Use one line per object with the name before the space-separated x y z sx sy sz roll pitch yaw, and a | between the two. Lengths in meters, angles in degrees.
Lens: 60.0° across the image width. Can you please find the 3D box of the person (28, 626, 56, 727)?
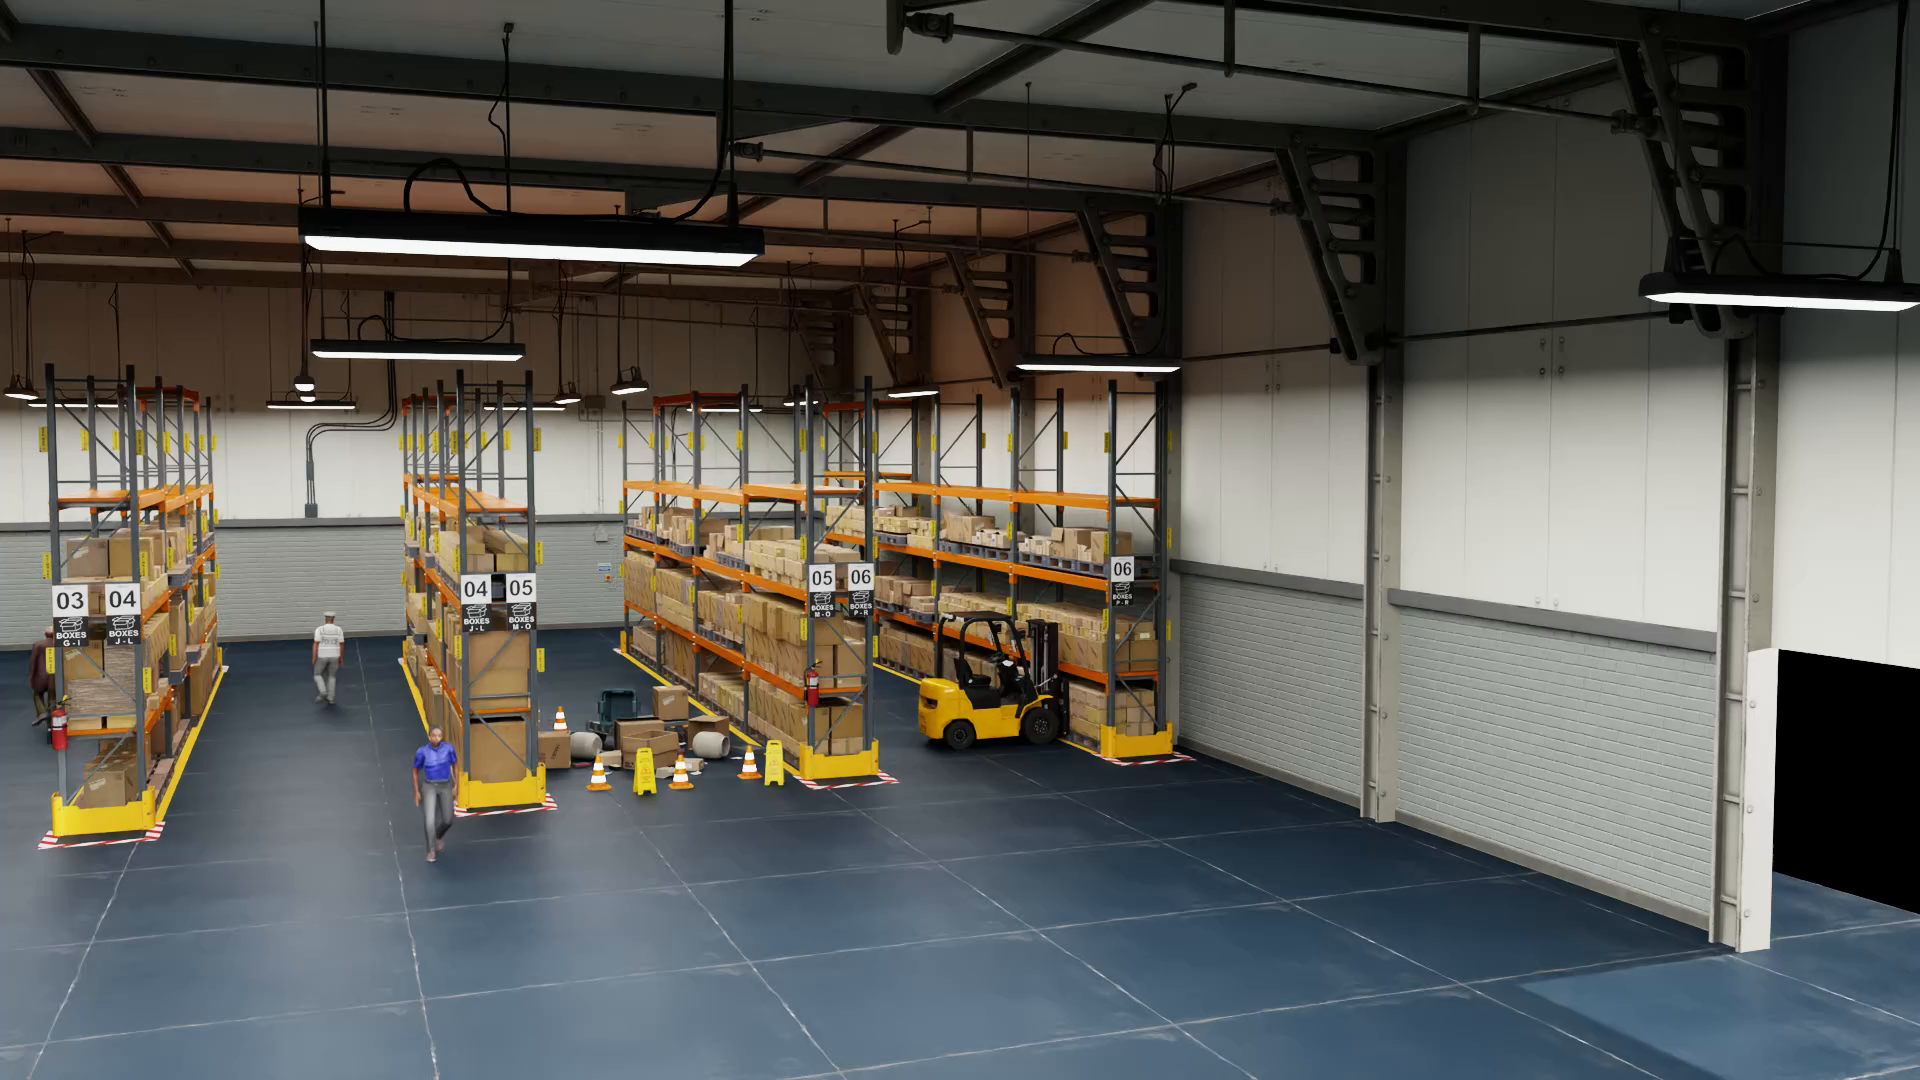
person | -15.974 2.449 29.143 0.626 1.680 0.542 -2 4 -29

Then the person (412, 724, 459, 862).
person | -6.340 3.027 20.110 0.540 1.627 0.555 -1 4 -22

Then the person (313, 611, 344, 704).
person | -12.079 2.260 31.810 0.580 1.752 0.489 -2 4 -28
